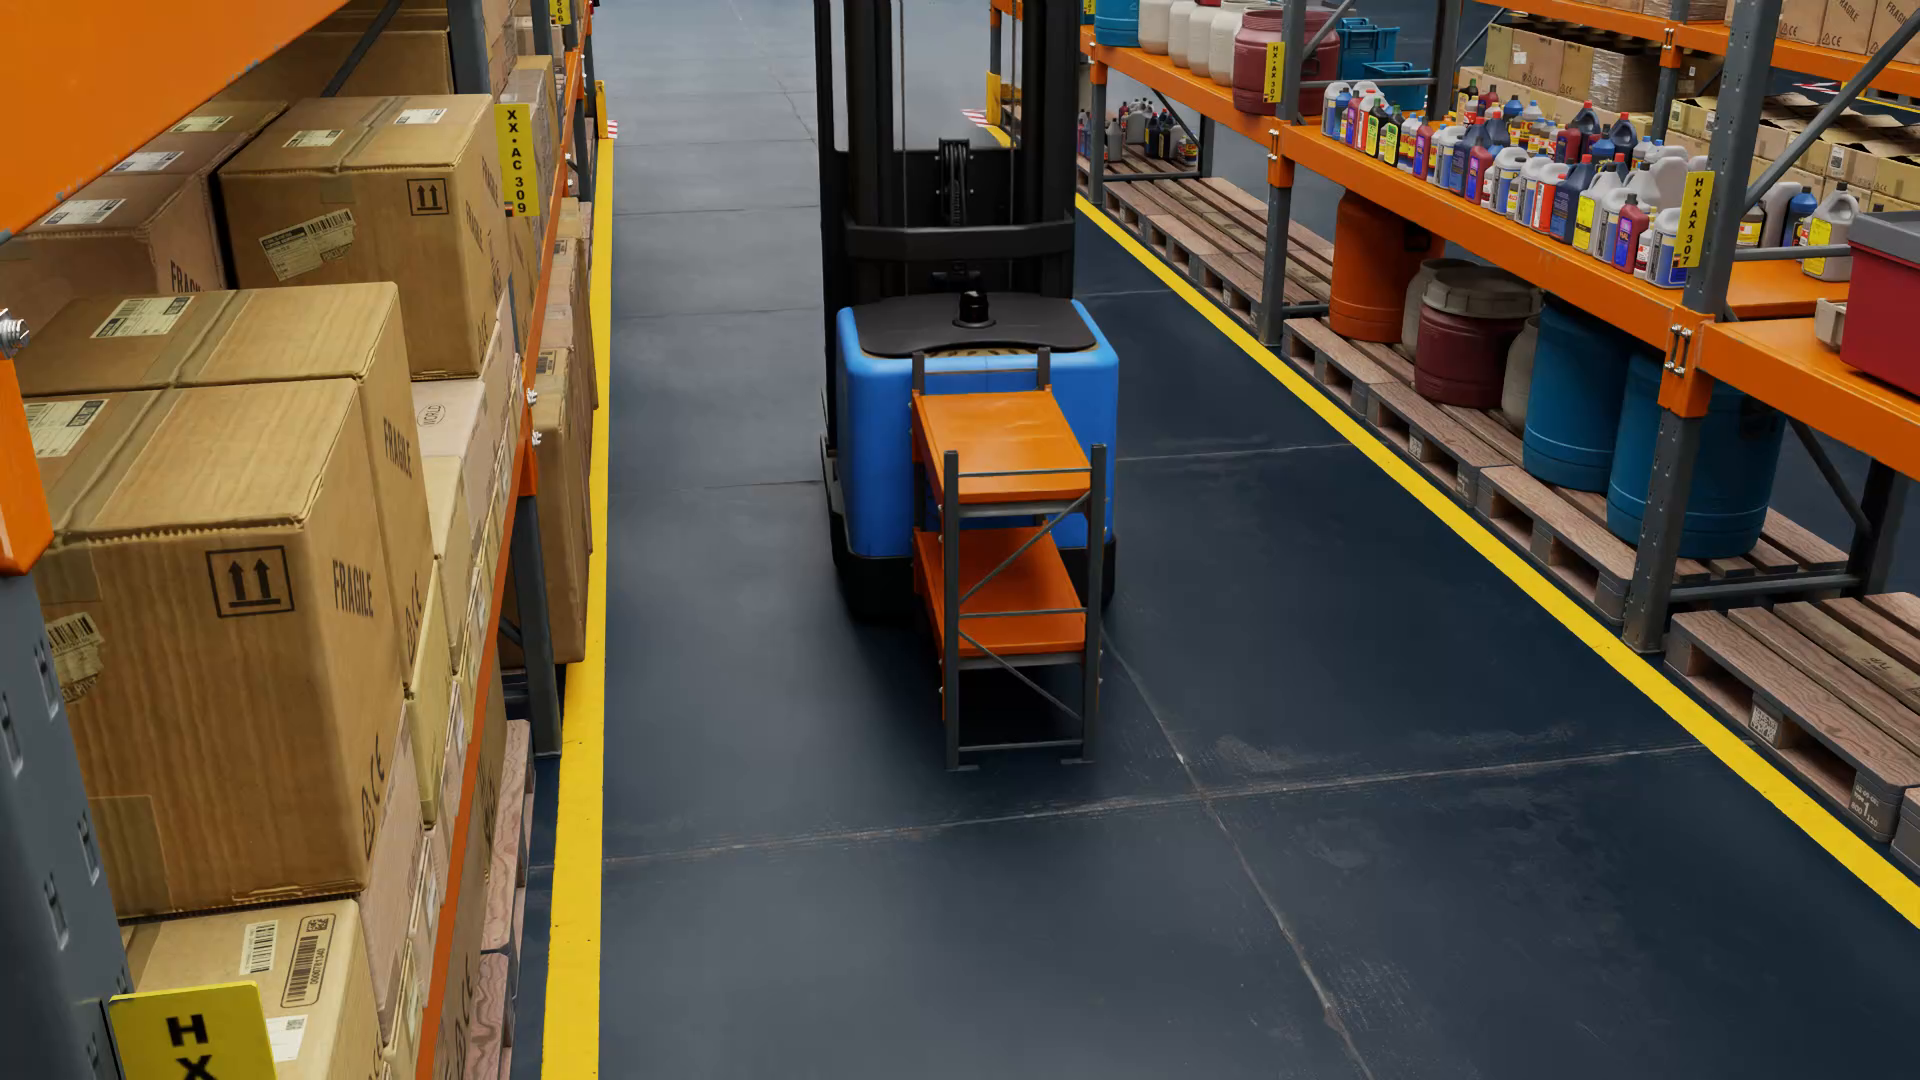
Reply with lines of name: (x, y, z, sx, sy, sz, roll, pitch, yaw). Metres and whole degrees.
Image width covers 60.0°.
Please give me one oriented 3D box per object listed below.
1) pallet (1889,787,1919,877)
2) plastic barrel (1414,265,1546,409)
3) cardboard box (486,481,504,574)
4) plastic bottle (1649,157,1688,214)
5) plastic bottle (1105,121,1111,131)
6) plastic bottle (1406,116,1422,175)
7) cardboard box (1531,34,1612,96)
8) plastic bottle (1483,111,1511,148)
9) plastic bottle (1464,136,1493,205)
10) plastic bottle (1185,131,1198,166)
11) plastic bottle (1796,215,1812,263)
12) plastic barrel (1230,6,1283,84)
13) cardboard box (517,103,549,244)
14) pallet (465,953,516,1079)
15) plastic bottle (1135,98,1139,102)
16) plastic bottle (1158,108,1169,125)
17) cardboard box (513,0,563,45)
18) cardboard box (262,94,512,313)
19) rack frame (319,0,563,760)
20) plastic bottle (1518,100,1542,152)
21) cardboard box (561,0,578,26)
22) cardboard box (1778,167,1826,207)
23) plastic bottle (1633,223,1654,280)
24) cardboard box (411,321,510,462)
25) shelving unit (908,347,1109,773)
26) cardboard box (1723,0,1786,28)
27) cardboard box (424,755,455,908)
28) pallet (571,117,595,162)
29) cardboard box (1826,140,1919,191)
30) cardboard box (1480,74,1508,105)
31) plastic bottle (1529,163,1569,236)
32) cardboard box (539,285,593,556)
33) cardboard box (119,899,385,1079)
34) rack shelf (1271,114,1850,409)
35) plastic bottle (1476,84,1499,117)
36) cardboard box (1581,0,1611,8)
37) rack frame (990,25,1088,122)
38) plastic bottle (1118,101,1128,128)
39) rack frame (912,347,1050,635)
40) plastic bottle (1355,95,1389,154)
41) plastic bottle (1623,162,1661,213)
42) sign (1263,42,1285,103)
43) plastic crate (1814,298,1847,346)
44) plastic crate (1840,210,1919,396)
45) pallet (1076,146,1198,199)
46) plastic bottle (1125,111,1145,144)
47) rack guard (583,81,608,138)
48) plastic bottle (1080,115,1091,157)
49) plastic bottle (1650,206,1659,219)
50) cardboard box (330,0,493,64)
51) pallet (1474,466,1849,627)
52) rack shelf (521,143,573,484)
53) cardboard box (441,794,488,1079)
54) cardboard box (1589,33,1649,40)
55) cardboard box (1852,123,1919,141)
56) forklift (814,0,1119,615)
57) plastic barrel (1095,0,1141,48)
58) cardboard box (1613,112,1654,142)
pallet: (3.431, 1.046, 4.591, 1.003, 0.211, 1.213, -4, 24, -10)
plastic barrel: (2.605, -1.024, 8.336, 0.600, 0.588, 0.708, -4, 24, -10)
cardboard box: (-1.270, -0.017, 3.855, 0.380, 0.149, 0.250, -4, 24, -9)
plastic bottle: (2.997, -1.505, 7.104, 0.152, 0.276, 0.135, -4, 24, -10)
plastic bottle: (1.252, -3.428, 14.203, 0.152, 0.276, 0.135, -4, 24, -10)
plastic bottle: (2.217, -1.908, 8.032, 0.097, 0.271, 0.097, 0, 24, 0)
cardboard box: (5.833, -4.543, 15.877, 0.500, 0.500, 0.500, -4, 24, -10)
plastic bottle: (2.458, -1.811, 7.711, 0.144, 0.351, 0.185, -4, 24, -10)
plastic bottle: (2.322, -1.651, 7.427, 0.061, 0.283, 0.133, -4, 24, -10)
plastic bottle: (1.921, -3.255, 13.814, 0.097, 0.271, 0.097, 0, 24, 0)
plastic bottle: (3.316, -1.180, 6.453, 0.097, 0.201, 0.097, 0, 24, 0)
plastic barrel: (1.889, -3.012, 10.260, 0.421, 0.512, 0.421, 0, 24, 0)
cardboard box: (-1.965, -1.475, 6.755, 0.500, 0.500, 0.500, -4, 24, -9)
pallet: (-1.546, 1.431, 3.710, 1.003, 0.211, 1.213, -4, 24, -10)
plastic bottle: (1.619, -3.941, 15.371, 0.061, 0.283, 0.133, -4, 24, -8)
plastic bottle: (1.773, -3.556, 14.404, 0.144, 0.351, 0.185, -5, 24, -12)
cardboard box: (-2.907, -3.344, 10.505, 0.797, 0.503, 0.637, -2, 24, -4)
cardboard box: (-1.491, -0.883, 4.402, 0.500, 0.500, 0.500, -4, 24, -8)
rack frame: (-1.839, -0.633, 4.951, 1.000, 3.000, 0.127, -4, 24, -10)
plastic bottle: (2.901, -2.095, 8.460, 0.097, 0.271, 0.097, 0, 24, 0)
cardboard box: (-3.341, -4.143, 12.492, 0.875, 0.500, 0.500, -4, 24, -10)
cardboard box: (6.534, -2.661, 12.507, 0.500, 0.250, 0.500, -4, 24, -9)
plastic bottle: (2.589, -1.083, 6.230, 0.097, 0.201, 0.097, 0, 24, 0)
cardboard box: (-1.401, -0.342, 4.102, 0.500, 0.250, 0.500, -4, 24, -8)
shelving unit: (0.139, 0.034, 5.766, 0.538, 1.125, 1.048, -3, 24, -6)
cardboard box: (6.552, -4.252, 13.425, 0.500, 0.250, 0.500, -3, 24, -6)
cardboard box: (-1.033, 0.488, 2.699, 0.380, 0.149, 0.250, -5, 24, -11)
pallet: (-3.929, -3.723, 15.510, 1.003, 0.211, 1.213, -4, 24, -10)
cardboard box: (6.625, -2.717, 11.934, 0.500, 0.311, 0.500, -4, 24, -10)
cardboard box: (5.655, -4.593, 16.929, 0.500, 0.250, 0.500, -4, 24, -10)
plastic bottle: (2.477, -1.415, 6.898, 0.152, 0.276, 0.135, -4, 24, -10)
cardboard box: (-2.143, -0.453, 6.669, 1.225, 0.875, 0.875, -5, 24, -12)
cardboard box: (-0.923, 0.664, 1.797, 0.500, 0.250, 0.500, -5, 24, -11)
rack shelf: (2.659, -1.456, 7.735, 1.077, 0.370, 4.000, -4, 24, -10)
plastic bottle: (2.825, -2.301, 8.916, 0.061, 0.283, 0.133, -4, 24, -10)
cardboard box: (6.137, -5.135, 15.136, 0.700, 0.500, 0.500, -4, 24, -9)
rack frame: (0.809, -5.719, 16.597, 1.000, 3.000, 0.127, -4, 24, -10)
plastic bottle: (1.495, -3.877, 15.223, 0.061, 0.283, 0.133, -4, 24, -10)
rack frame: (0.078, -0.168, 6.229, 0.500, 1.125, 0.032, -3, 24, -6)
plastic bottle: (2.137, -2.139, 8.556, 0.152, 0.276, 0.135, -4, 24, -10)
plastic bottle: (2.679, -1.324, 6.596, 0.144, 0.351, 0.185, -4, 24, -10)
sign: (1.749, -2.604, 9.260, 0.100, 0.325, 0.005, -4, 24, -10)
plastic crate: (2.974, -0.712, 5.387, 0.396, 0.136, 0.243, -4, 24, -10)
plastic crate: (2.947, -0.686, 4.918, 0.402, 0.464, 0.583, -4, 24, -10)
pallet: (1.466, -3.135, 14.165, 1.003, 0.211, 1.213, -4, 24, -10)
plastic bottle: (1.553, -3.668, 14.754, 0.152, 0.276, 0.135, -4, 24, -10)
rack guard: (-4.044, -4.177, 16.190, 1.175, 0.500, 0.348, -4, 24, -10)
plastic bottle: (1.111, -3.441, 14.141, 0.144, 0.351, 0.185, -6, 24, -12)
plastic bottle: (2.689, -1.199, 6.497, 0.097, 0.201, 0.097, 0, 24, 0)
cardboard box: (-2.081, -1.659, 5.924, 0.797, 0.503, 0.637, -4, 24, -9)
pallet: (2.927, -0.028, 7.050, 1.003, 0.211, 1.213, -4, 24, -10)
rack shelf: (-2.209, -1.090, 6.896, 1.077, 0.370, 4.000, -4, 24, -10)
cardboard box: (-1.629, 0.768, 3.873, 0.875, 0.875, 0.875, -4, 24, -10)
cardboard box: (6.360, -4.582, 15.968, 0.500, 0.500, 0.500, -4, 24, -10)
cardboard box: (7.056, -2.964, 12.498, 0.500, 0.311, 0.500, -5, 24, -10)
forklift: (-0.081, -1.611, 7.276, 1.130, 2.935, 3.031, -3, 24, -6)
plastic barrel: (1.323, -4.201, 12.495, 0.600, 0.901, 0.708, -4, 24, -10)
cardboard box: (6.117, -3.610, 14.678, 0.500, 0.250, 0.500, -4, 24, -10)
